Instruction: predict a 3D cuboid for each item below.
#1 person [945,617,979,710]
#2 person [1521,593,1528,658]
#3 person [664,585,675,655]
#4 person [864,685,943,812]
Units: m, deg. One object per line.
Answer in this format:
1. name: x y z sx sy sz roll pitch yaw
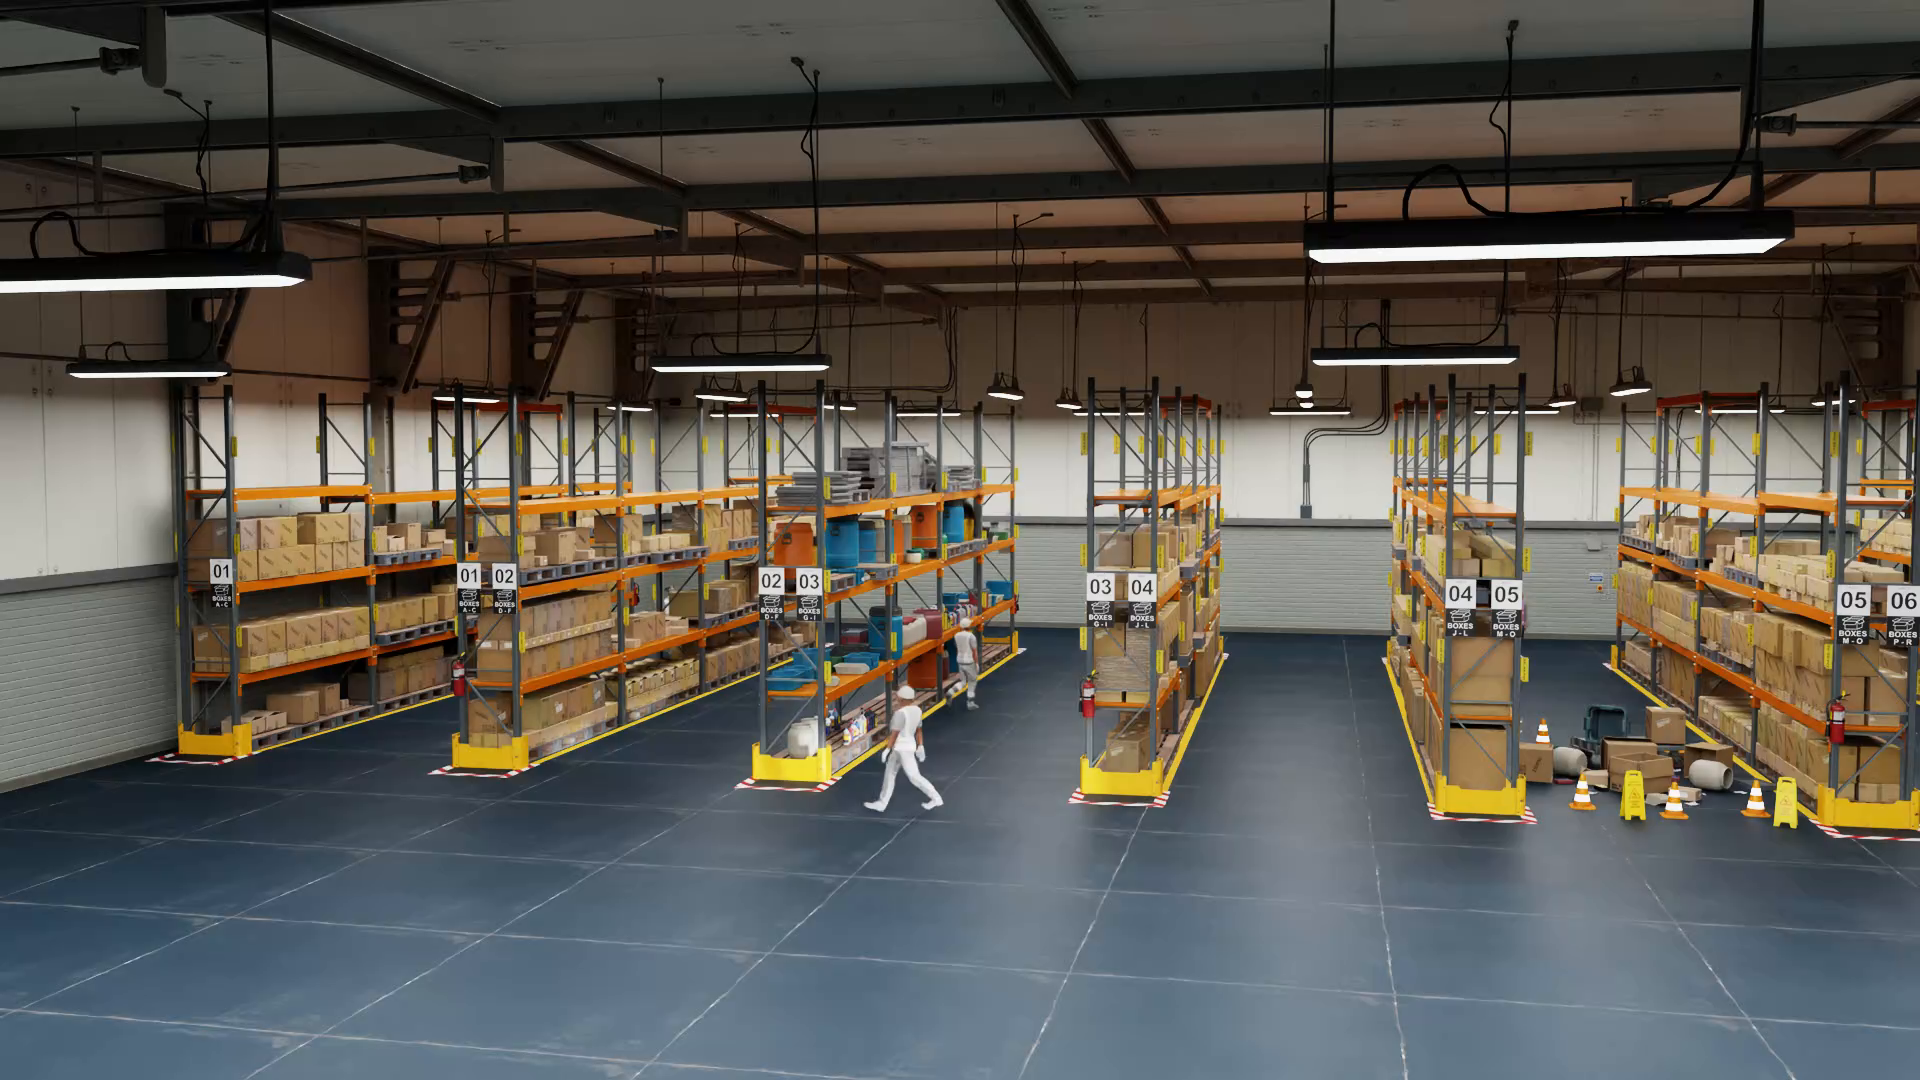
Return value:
1. person: 0.066 2.348 31.488 0.736 1.770 0.568 -2 4 -30
2. person: 13.144 2.004 39.146 0.428 1.608 0.406 1 3 21
3. person: -6.874 1.927 39.831 0.439 1.712 0.507 1 3 11
4. person: -0.770 2.859 22.701 1.052 1.751 0.504 -1 3 -10
